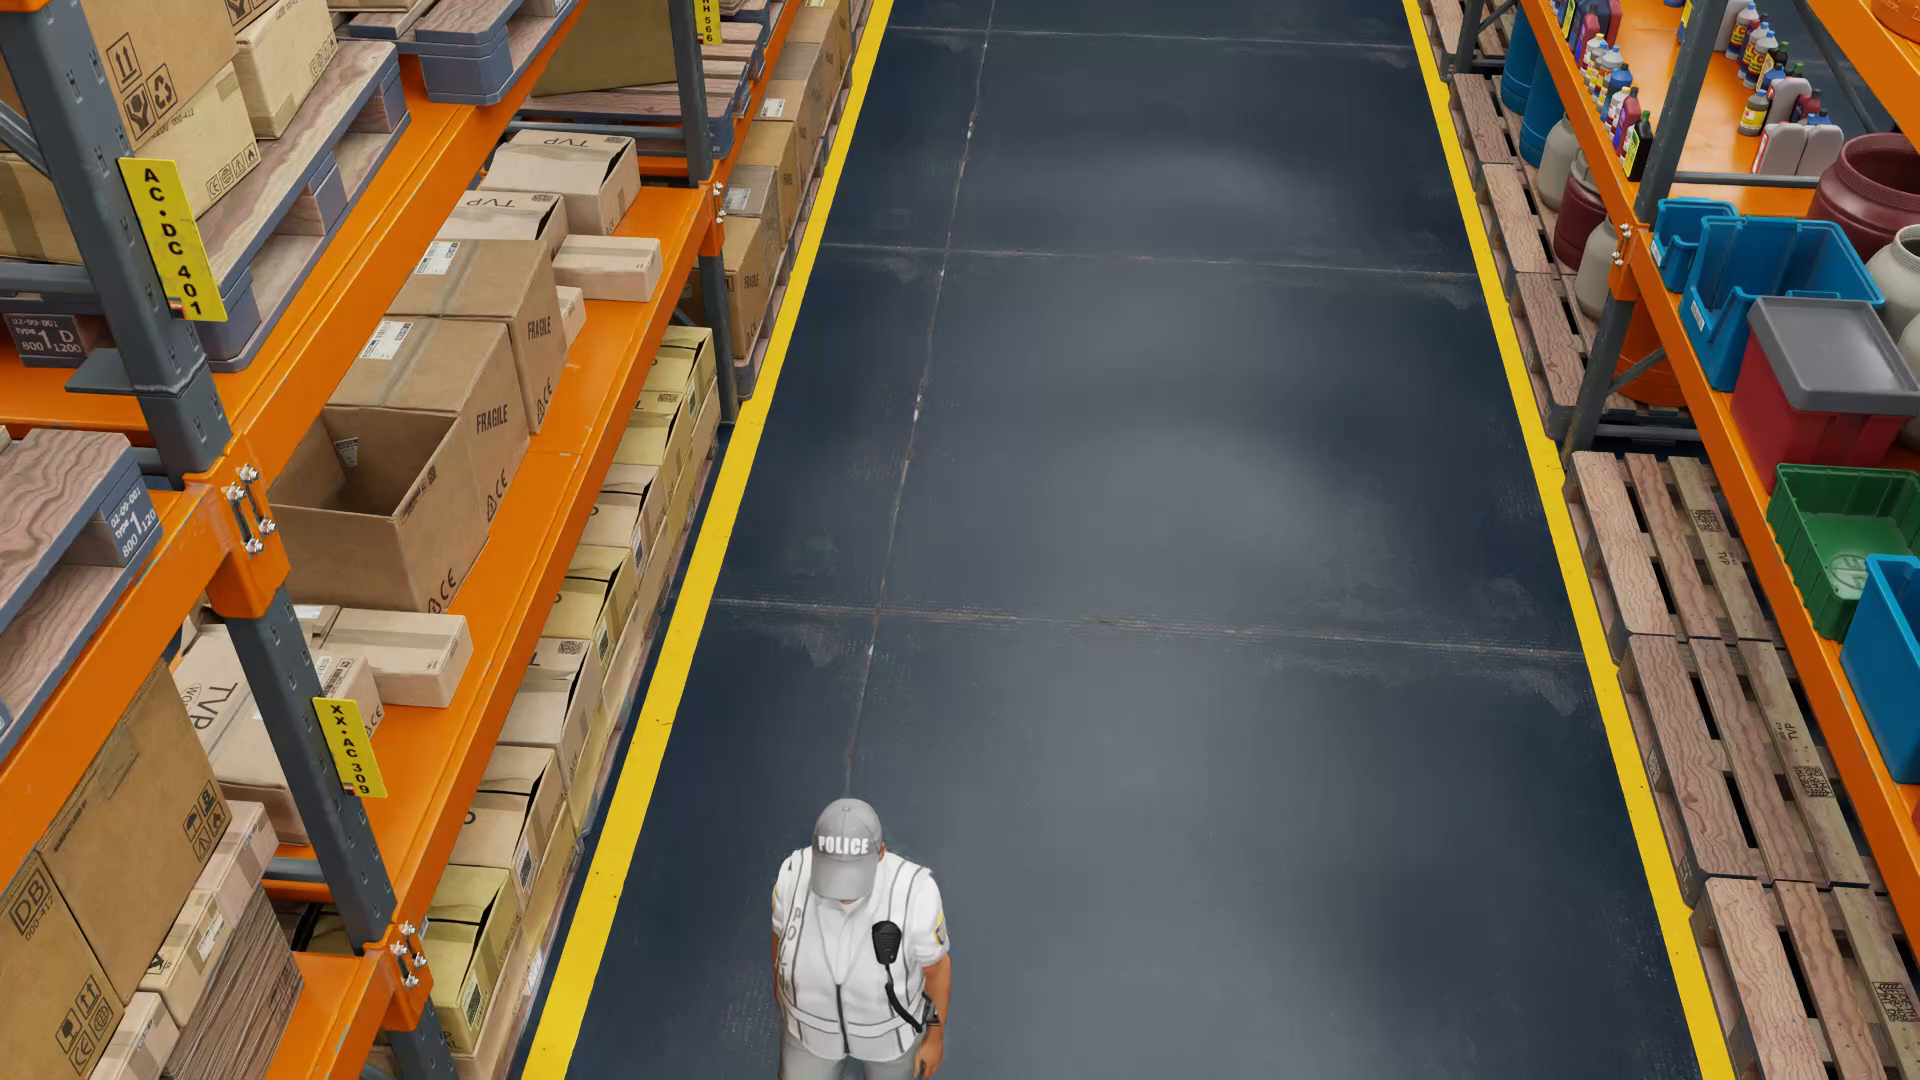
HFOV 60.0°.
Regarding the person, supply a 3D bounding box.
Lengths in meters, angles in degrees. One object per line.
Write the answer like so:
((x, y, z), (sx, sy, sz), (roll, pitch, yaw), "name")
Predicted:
((-0.284, 1.341, 4.560), (0.513, 1.694, 0.470), (4, 40, 5), "person")
